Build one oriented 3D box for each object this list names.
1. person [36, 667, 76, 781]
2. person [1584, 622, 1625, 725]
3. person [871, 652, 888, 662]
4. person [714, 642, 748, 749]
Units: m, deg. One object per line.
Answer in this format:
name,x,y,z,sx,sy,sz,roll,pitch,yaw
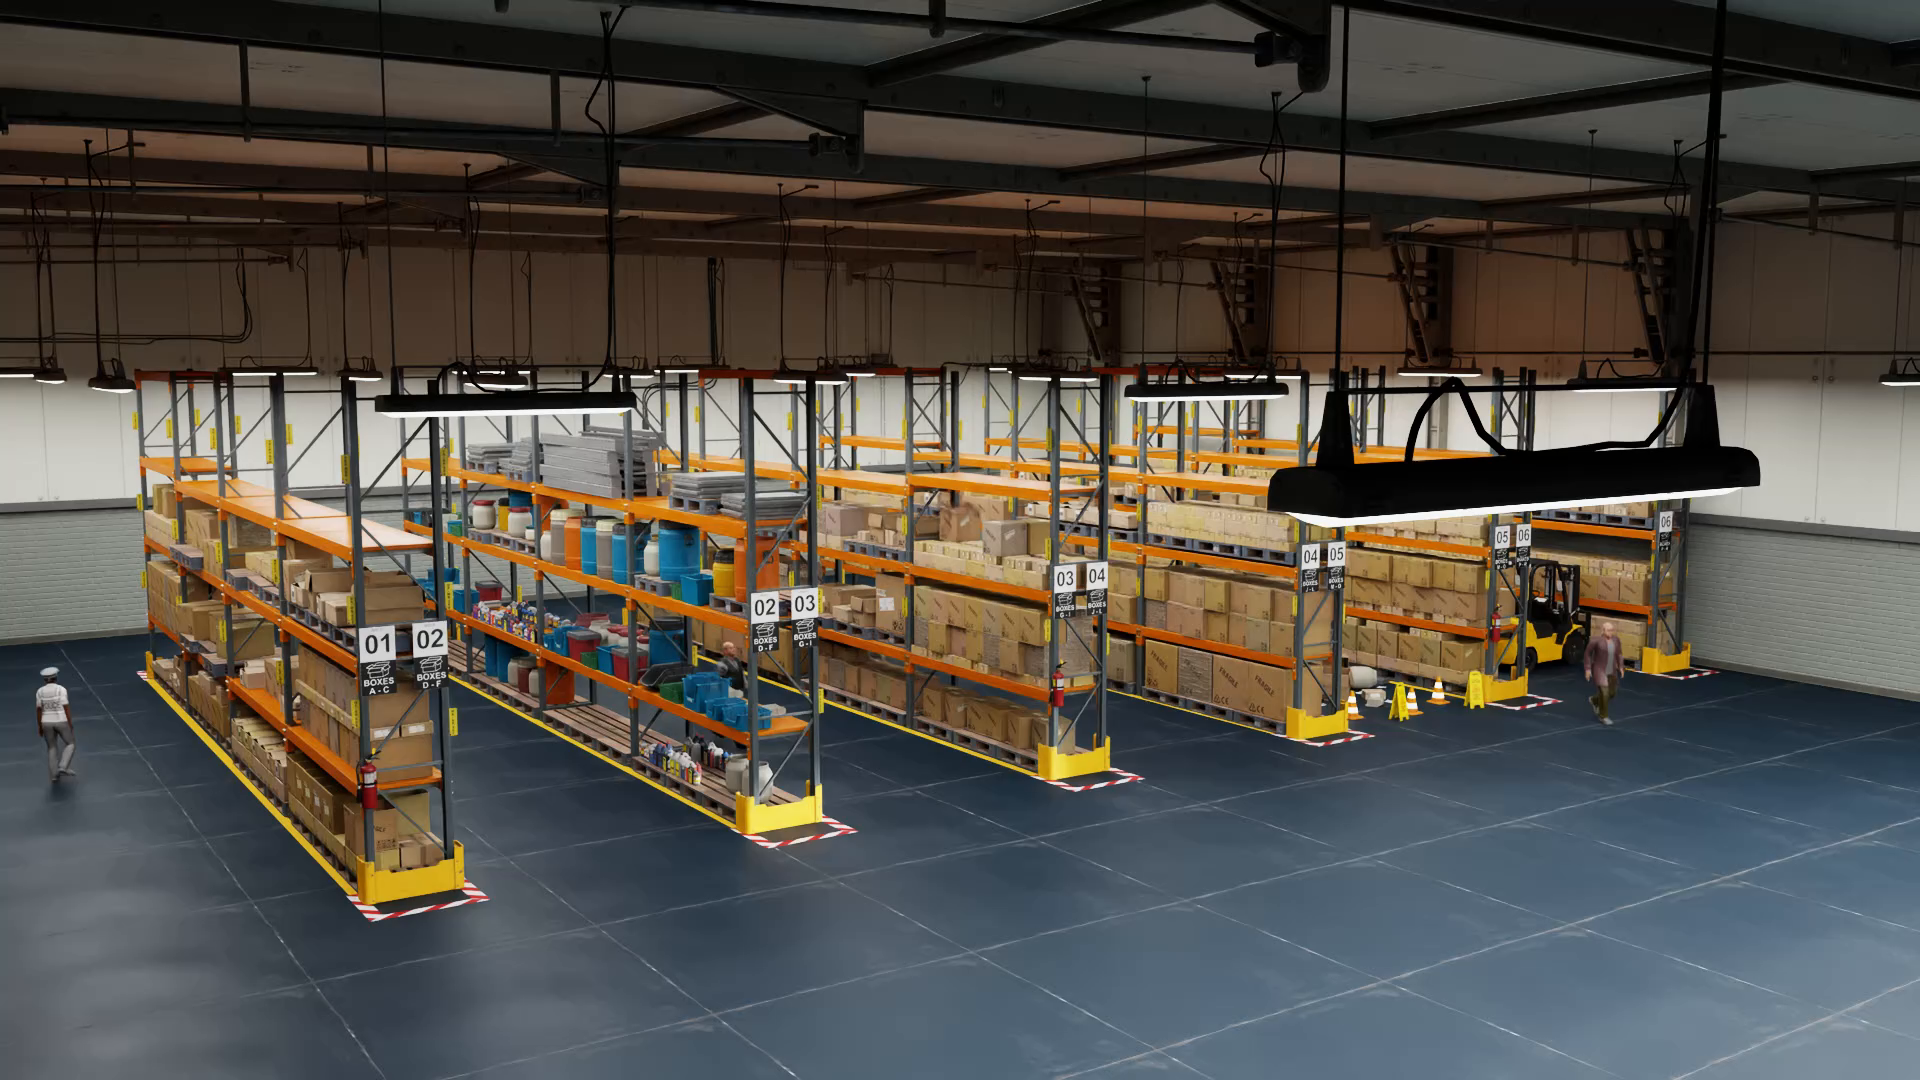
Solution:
person,-13.374,2.733,24.579,0.514,1.672,0.488,-1,7,-11
person,10.998,2.248,28.556,0.641,1.757,0.737,-2,7,-14
person,-1.536,1.834,32.887,0.420,1.537,0.972,-4,8,-34
person,-3.668,2.469,26.765,1.046,1.675,0.622,5,8,40
